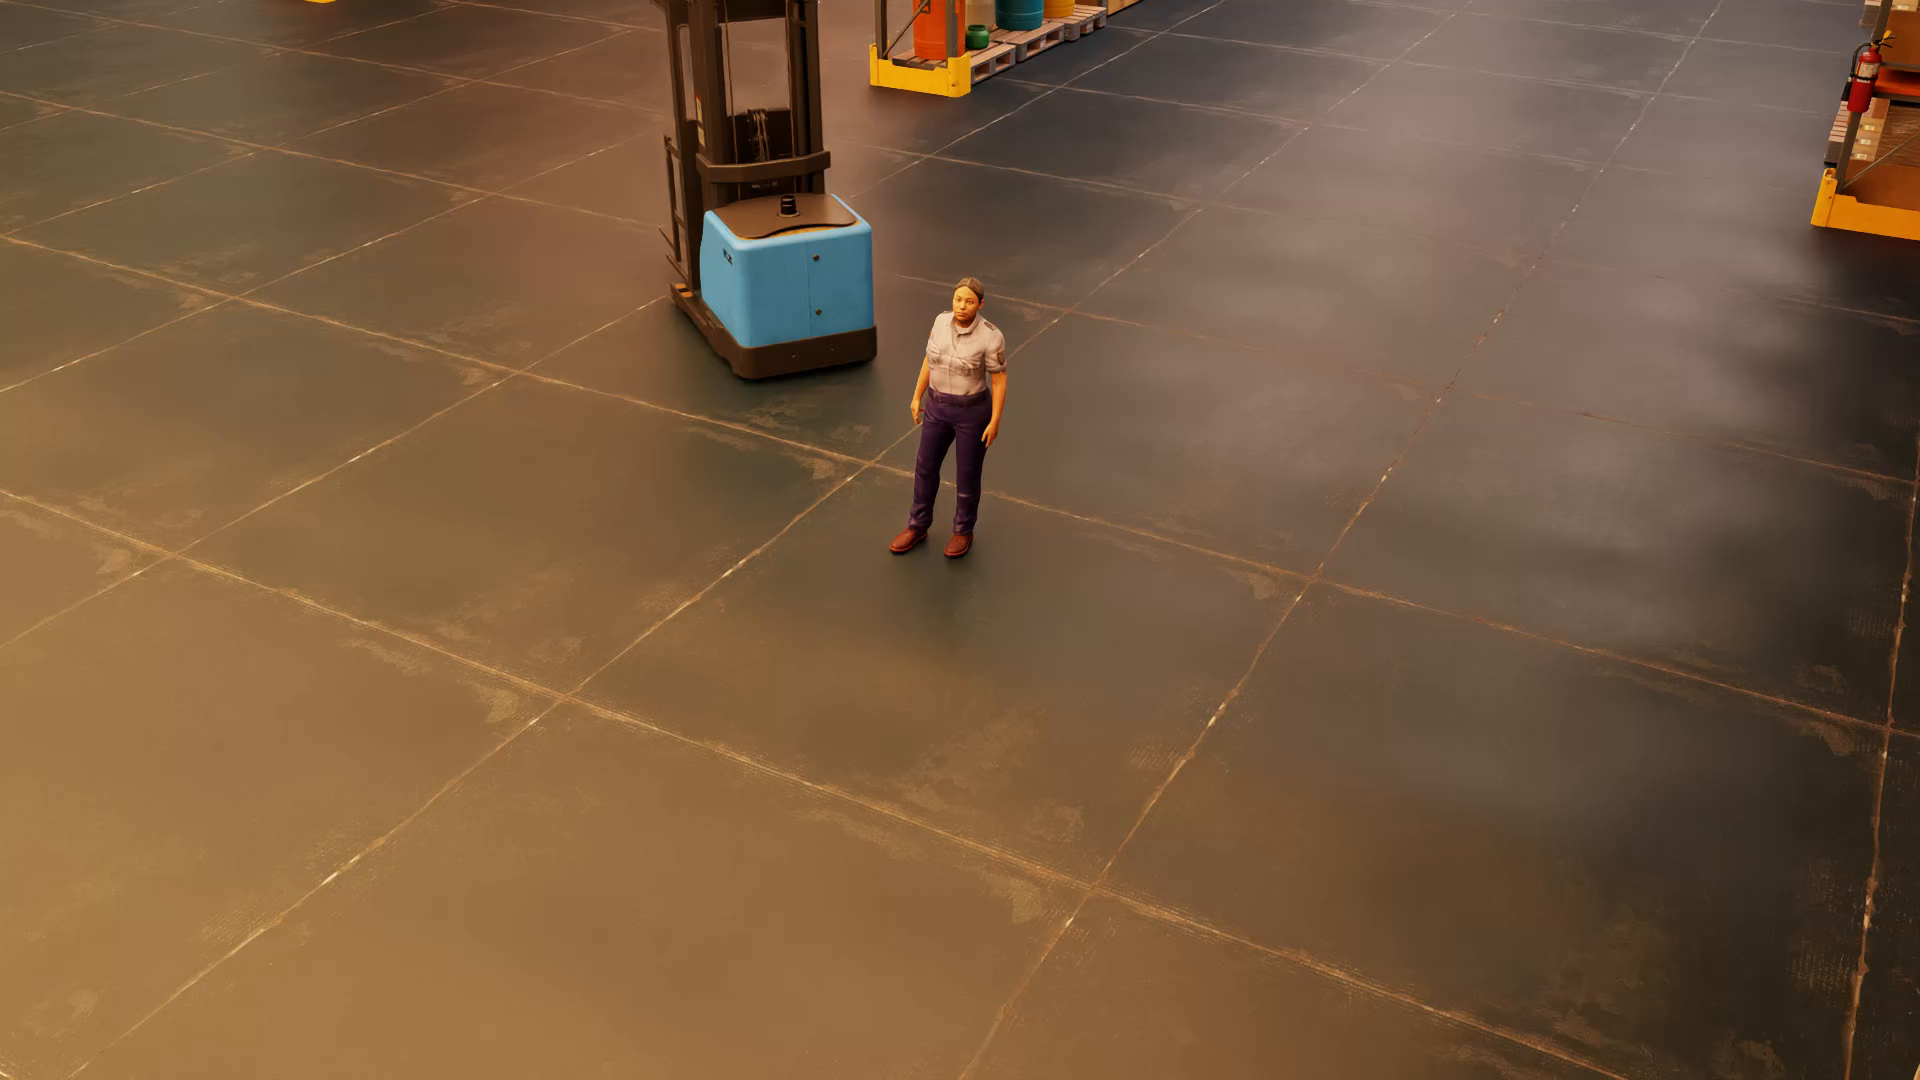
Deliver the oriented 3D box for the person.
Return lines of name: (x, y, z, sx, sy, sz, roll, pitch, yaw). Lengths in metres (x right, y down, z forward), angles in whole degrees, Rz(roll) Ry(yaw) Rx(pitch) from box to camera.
person: (-0.063, -0.687, 9.529, 0.598, 1.651, 0.503, 15, 33, 25)

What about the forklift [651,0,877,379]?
forklift: (-1.658, -3.134, 12.502, 1.130, 2.935, 3.031, -12, 32, -20)
